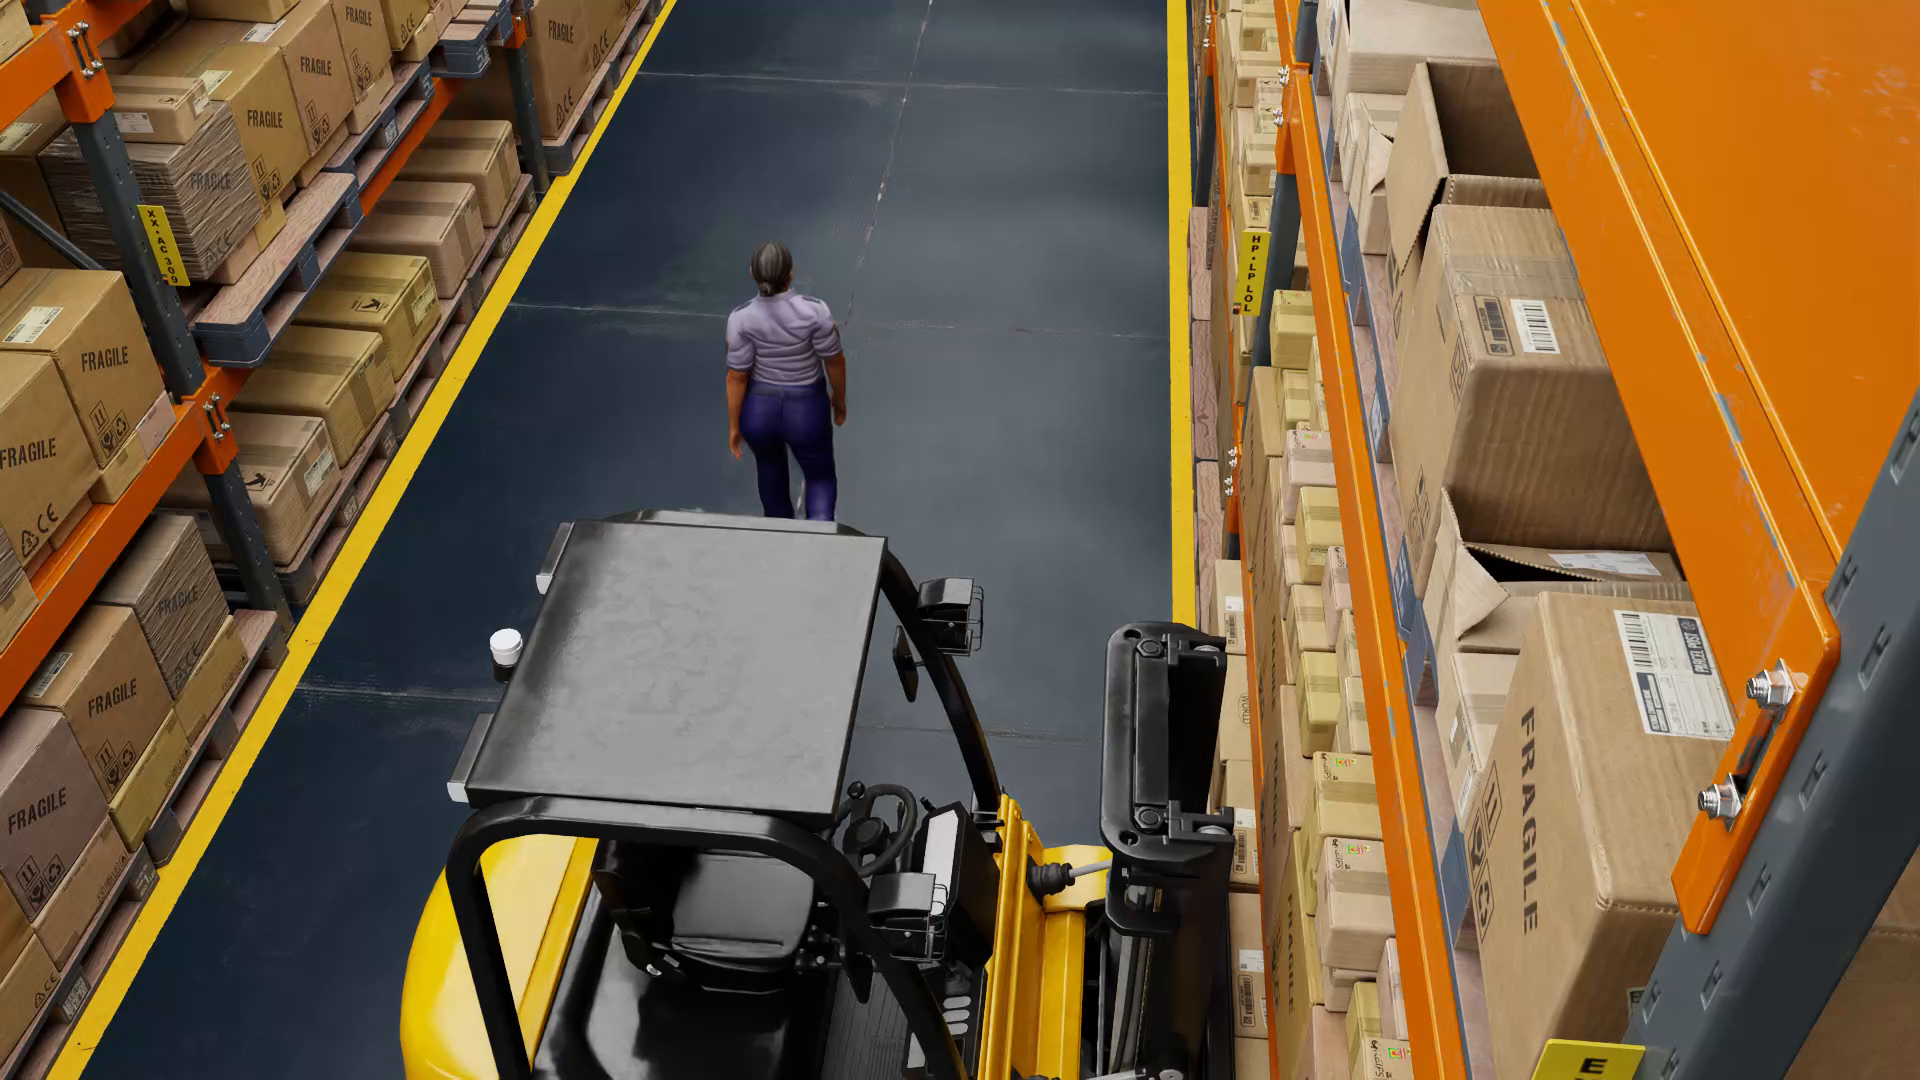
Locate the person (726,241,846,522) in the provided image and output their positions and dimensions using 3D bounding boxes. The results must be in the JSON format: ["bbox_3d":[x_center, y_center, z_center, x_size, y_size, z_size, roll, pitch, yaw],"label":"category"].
[{"bbox_3d":[-0.732,-0.516,7.066,0.512,1.603,0.806,-2,40,-2],"label":"person"}]
